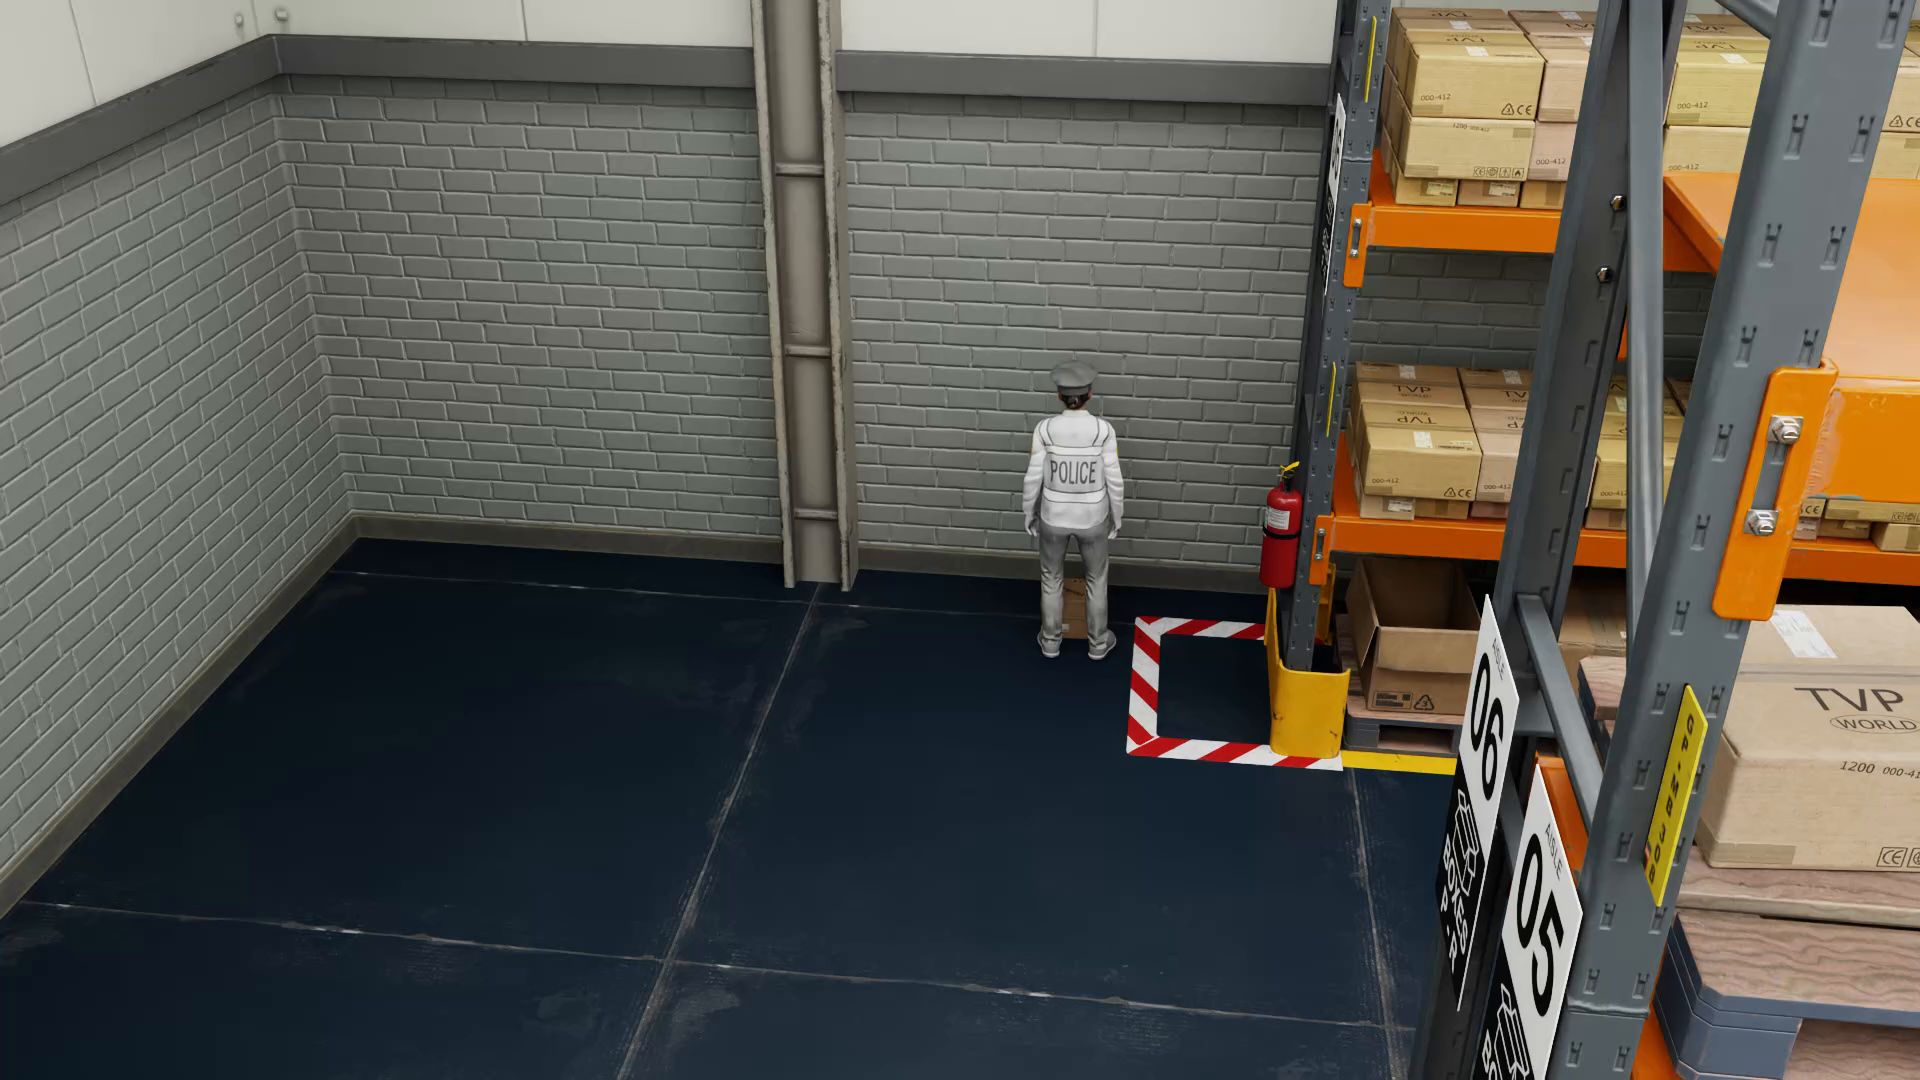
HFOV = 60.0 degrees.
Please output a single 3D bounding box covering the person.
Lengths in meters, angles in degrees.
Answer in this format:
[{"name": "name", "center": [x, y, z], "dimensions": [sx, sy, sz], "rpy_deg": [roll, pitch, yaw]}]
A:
[{"name": "person", "center": [0.599, -0.122, 8.845], "dimensions": [0.538, 1.663, 0.378], "rpy_deg": [3, 29, 5]}]
